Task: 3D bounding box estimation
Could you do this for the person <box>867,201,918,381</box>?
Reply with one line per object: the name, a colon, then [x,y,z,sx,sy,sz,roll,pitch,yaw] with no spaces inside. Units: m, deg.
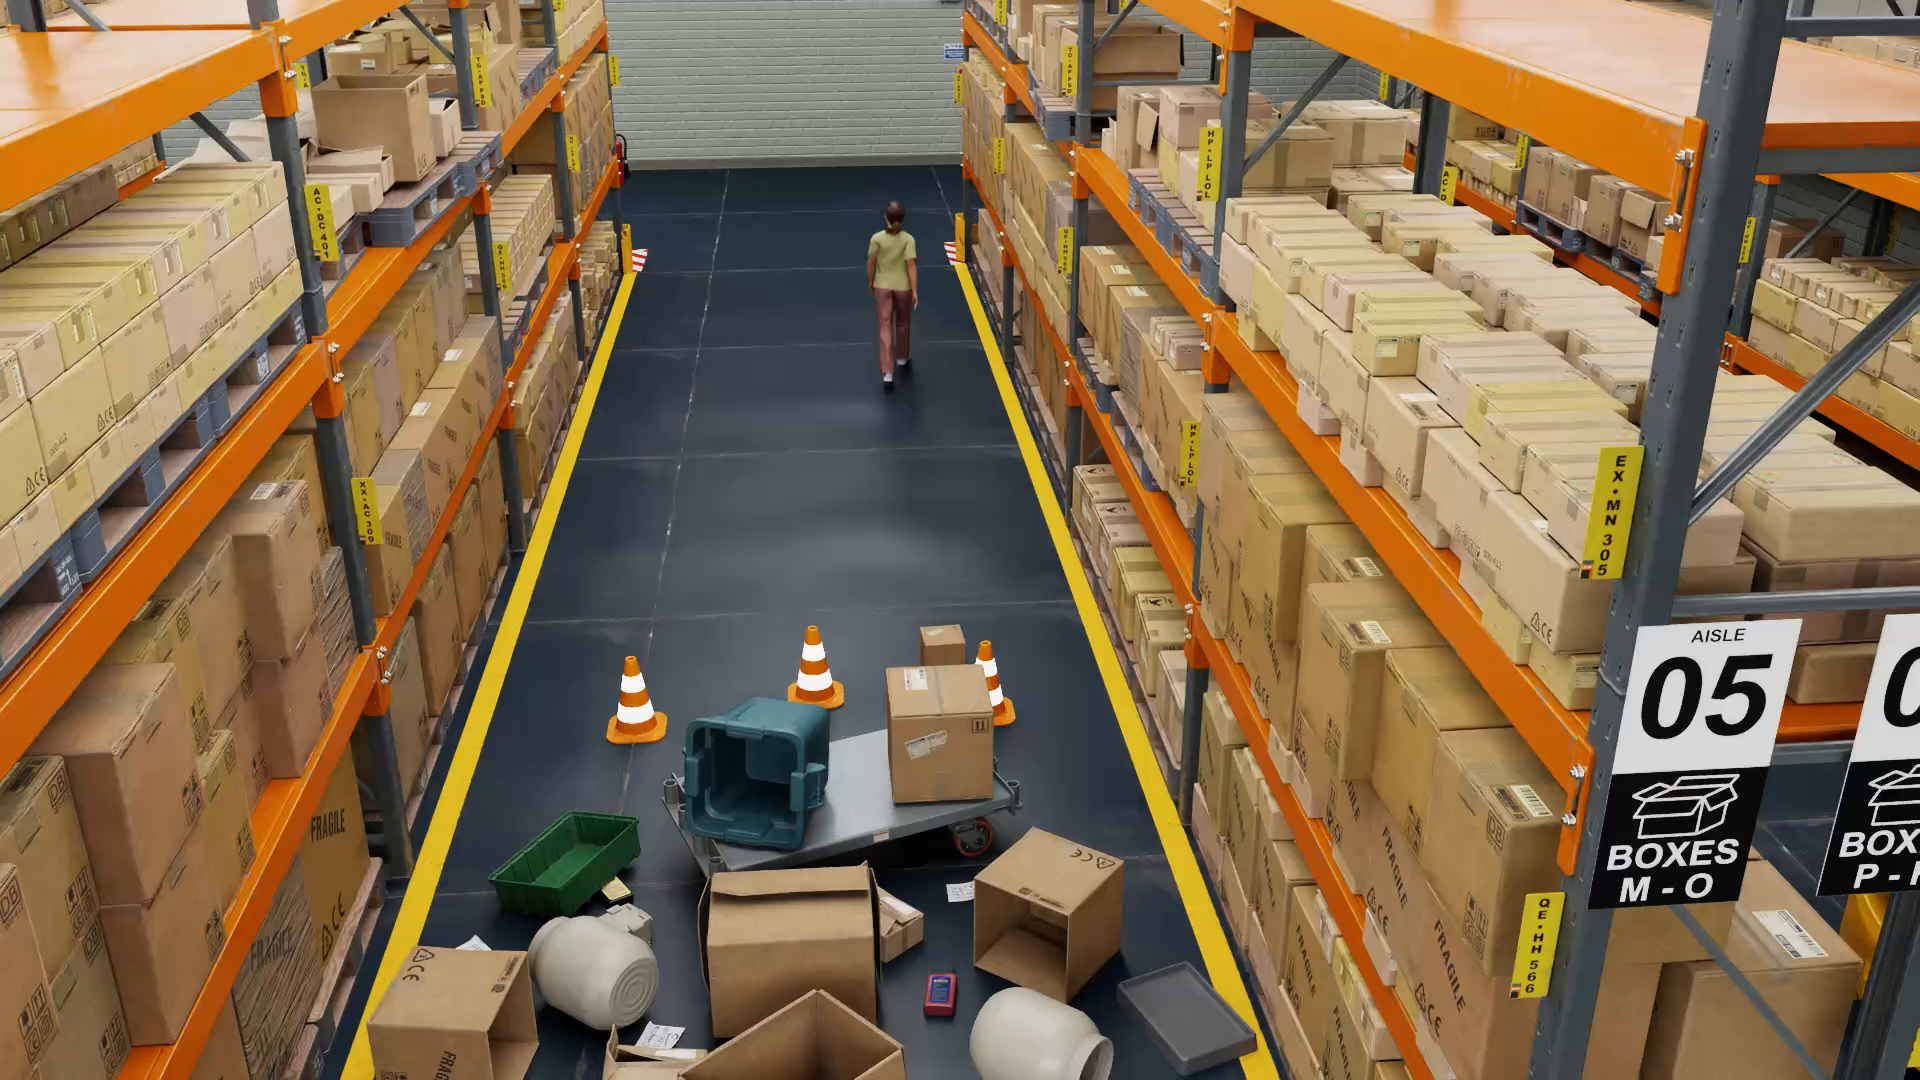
person: [-0.625,-2.334,15.393,0.455,1.625,0.974,-2,24,-4]
